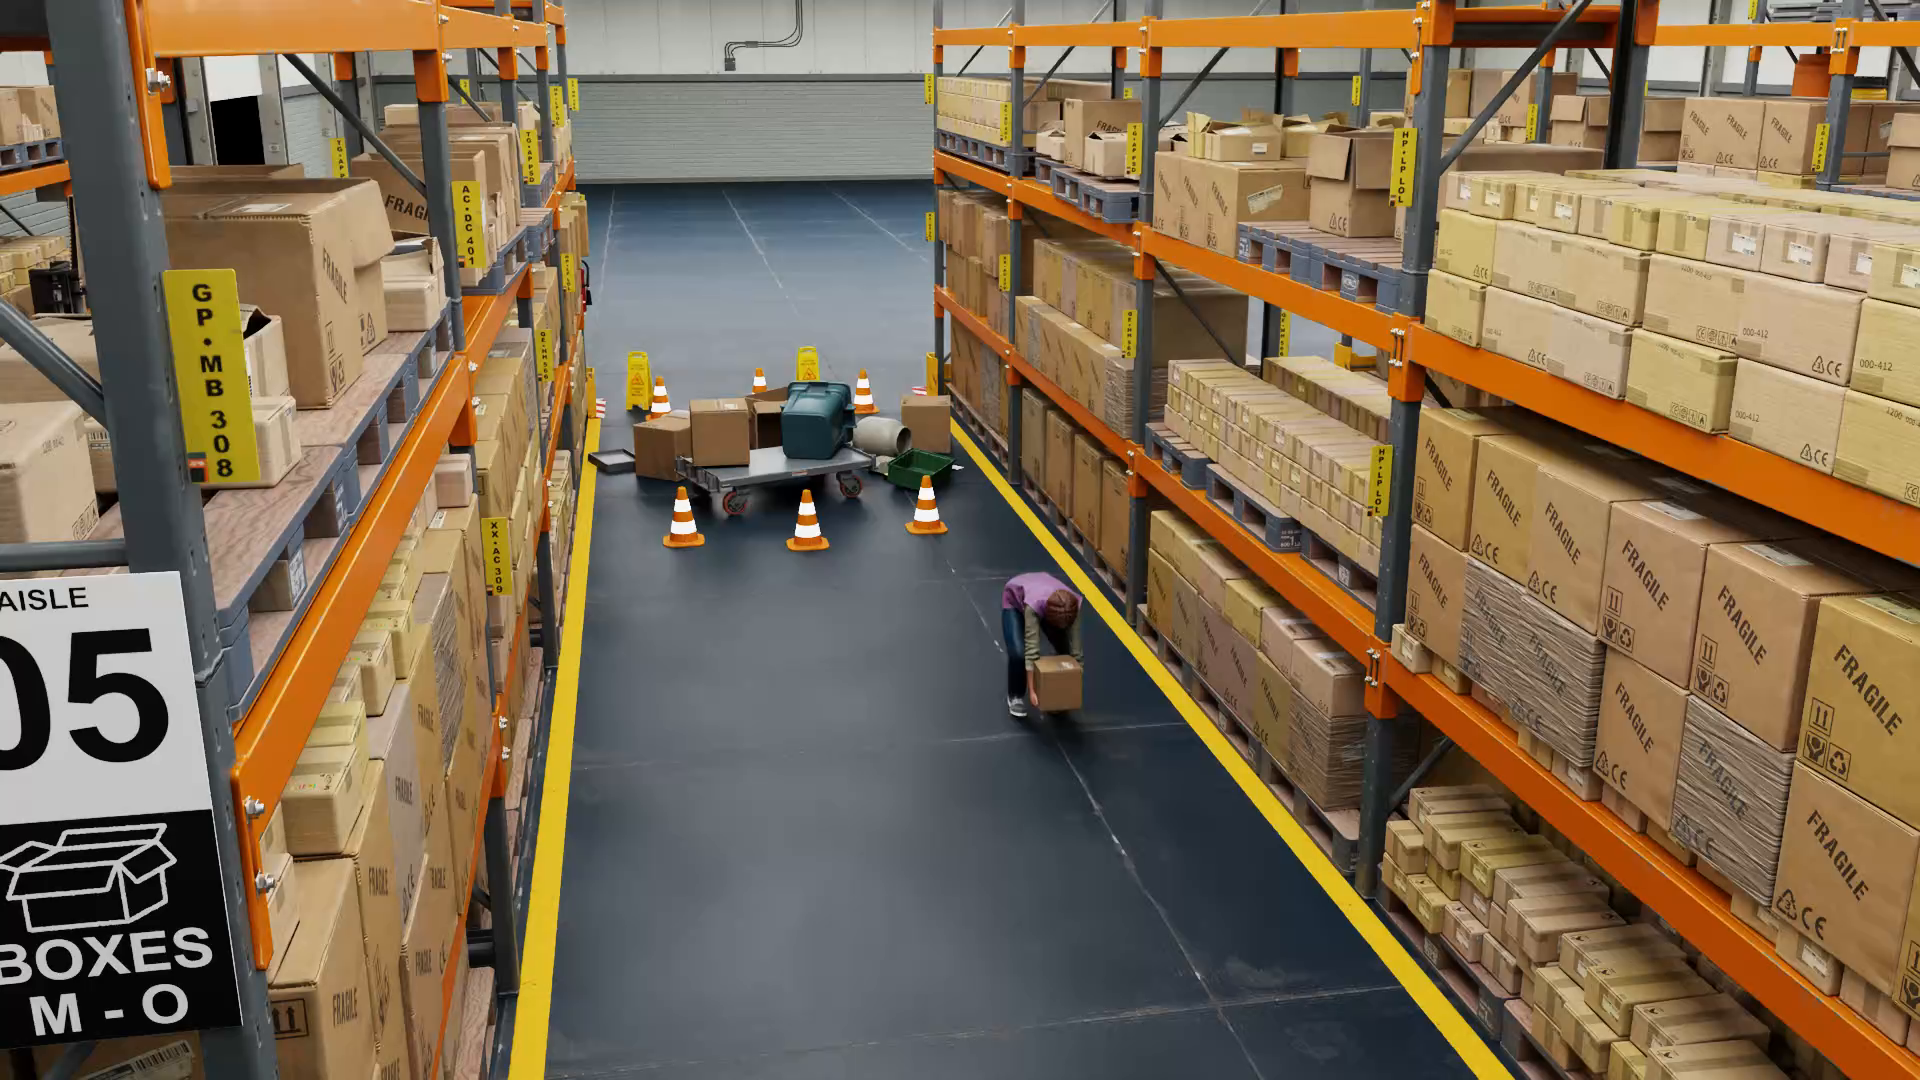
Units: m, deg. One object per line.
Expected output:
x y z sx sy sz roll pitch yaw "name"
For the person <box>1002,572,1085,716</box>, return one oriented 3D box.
0.504 0.651 10.048 0.429 0.928 0.862 -4 17 -14 "person"
